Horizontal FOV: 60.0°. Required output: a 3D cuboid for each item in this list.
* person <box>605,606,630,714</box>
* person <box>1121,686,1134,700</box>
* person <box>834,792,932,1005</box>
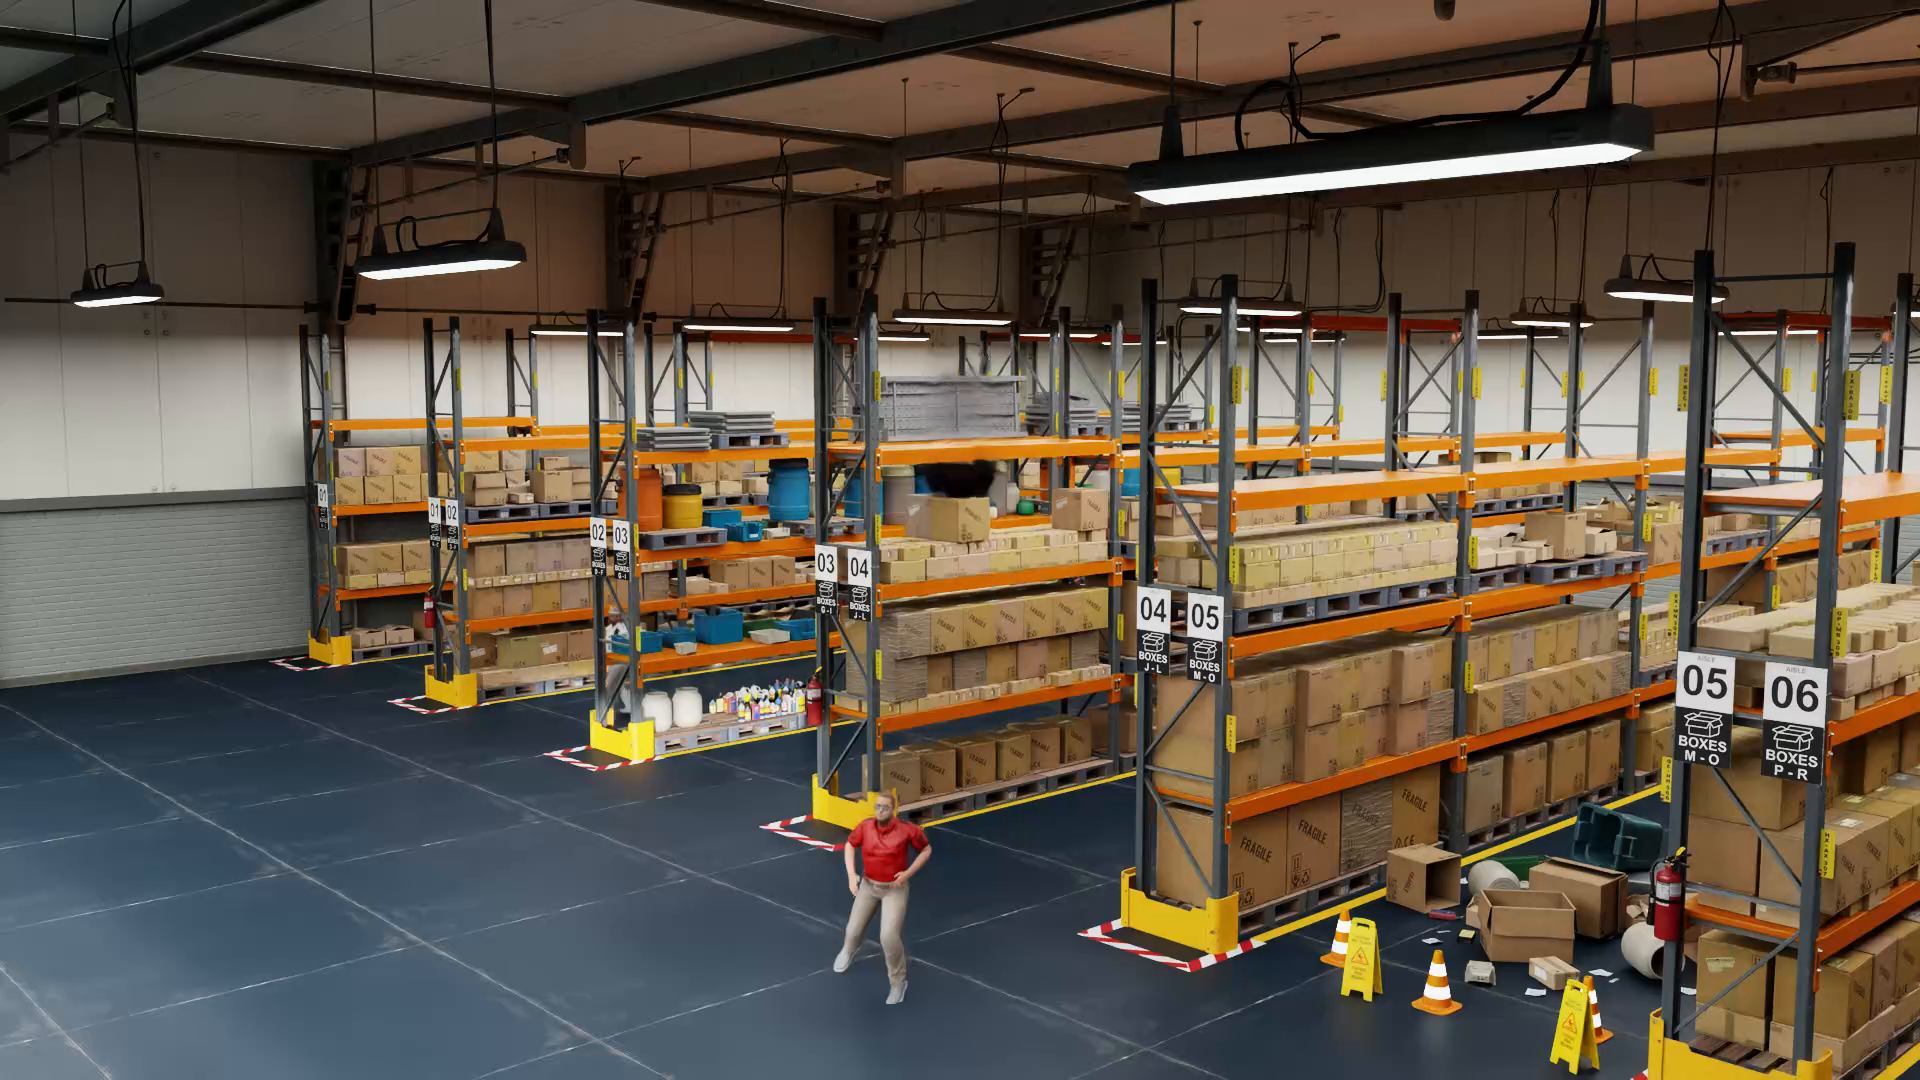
[{"bbox_3d":[-5.099,1.847,24.770,0.581,1.732,0.765,5,8,40],"label":"person"},{"bbox_3d":[2.346,1.813,24.397,0.962,1.755,0.711,-6,8,-44],"label":"person"},{"bbox_3d":[-0.681,2.947,13.937,0.898,1.737,0.735,1,6,12],"label":"person"}]
